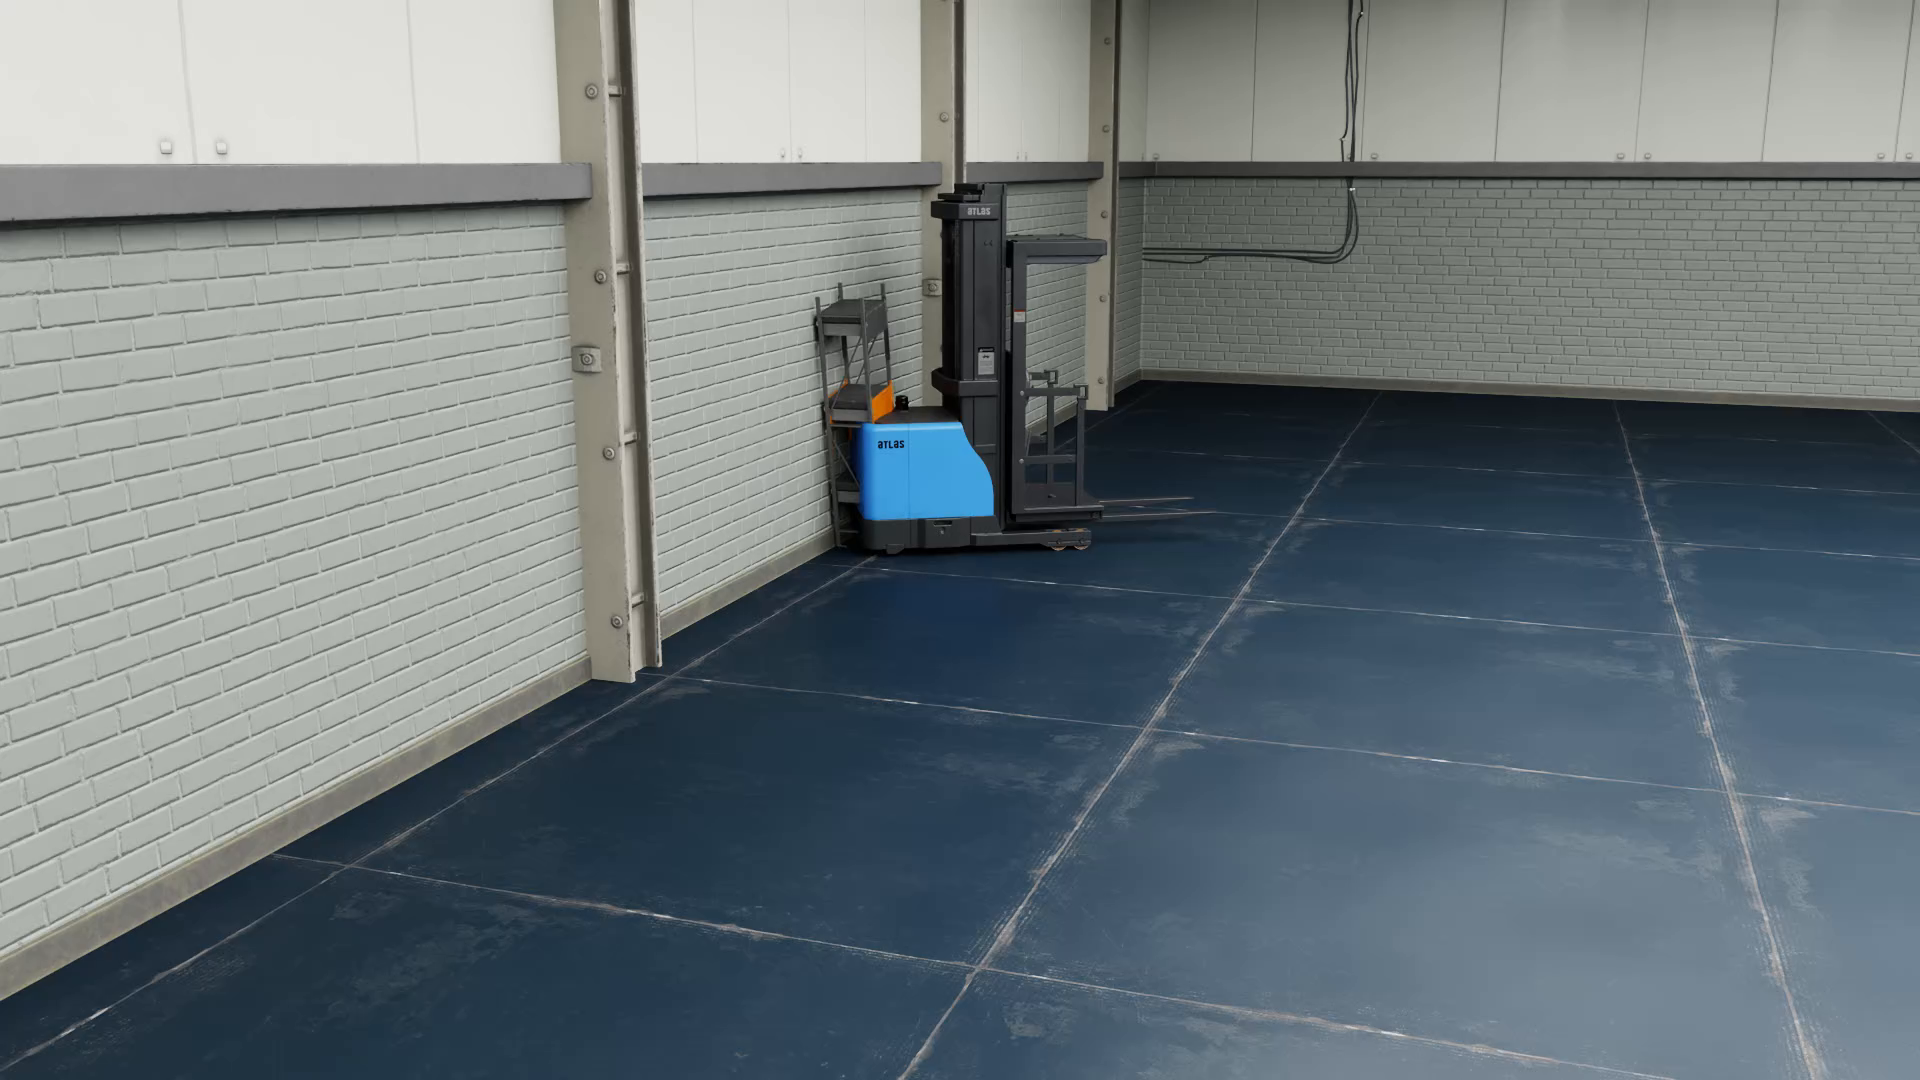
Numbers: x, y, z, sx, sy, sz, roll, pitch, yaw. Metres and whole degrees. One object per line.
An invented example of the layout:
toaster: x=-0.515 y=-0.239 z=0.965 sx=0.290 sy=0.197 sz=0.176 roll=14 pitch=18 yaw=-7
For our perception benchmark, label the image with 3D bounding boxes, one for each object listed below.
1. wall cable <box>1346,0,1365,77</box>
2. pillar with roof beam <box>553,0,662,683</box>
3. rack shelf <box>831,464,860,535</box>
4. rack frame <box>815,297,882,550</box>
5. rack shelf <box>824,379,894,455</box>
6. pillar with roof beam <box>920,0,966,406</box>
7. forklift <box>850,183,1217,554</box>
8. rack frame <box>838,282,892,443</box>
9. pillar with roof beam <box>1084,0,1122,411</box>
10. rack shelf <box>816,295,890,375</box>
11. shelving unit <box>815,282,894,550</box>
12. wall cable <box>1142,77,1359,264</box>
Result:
wall cable: x=6.556 y=-7.371 z=21.689 sx=3.097 sy=2.526 sz=0.112 roll=4 pitch=14 yaw=18
pillar with roof beam: x=1.982 y=-3.256 z=8.031 sx=9.100 sy=9.000 sz=0.400 roll=4 pitch=14 yaw=18
rack shelf: x=-0.772 y=-0.335 z=13.777 sx=0.431 sy=0.518 sz=0.480 roll=4 pitch=23 yaw=17
rack frame: x=-0.882 y=-0.909 z=13.300 sx=0.400 sy=2.100 sz=0.015 roll=4 pitch=23 yaw=17
rack shelf: x=-0.809 y=-0.986 z=13.521 sx=0.431 sy=0.518 sz=0.480 roll=4 pitch=23 yaw=17
pillar with roof beam: x=3.924 y=-4.519 z=13.566 sx=9.100 sy=9.000 sz=0.400 roll=4 pitch=14 yaw=18
forklift: x=0.619 y=-1.456 z=13.779 sx=3.031 sy=2.935 sz=1.130 roll=-2 pitch=13 yaw=-11
rack frame: x=-0.738 y=-1.087 z=13.731 sx=0.400 sy=2.100 sz=0.015 roll=4 pitch=23 yaw=17
pillar with roof beam: x=5.865 y=-5.783 z=19.101 sx=9.100 sy=9.000 sz=0.400 roll=4 pitch=14 yaw=18
rack shelf: x=-0.846 y=-1.636 z=13.265 sx=0.431 sy=0.518 sz=0.480 roll=4 pitch=23 yaw=17
shelving unit: x=-0.810 y=-0.998 z=13.516 sx=0.431 sy=2.100 sz=0.503 roll=4 pitch=23 yaw=17
wall cable: x=3.996 y=-5.104 z=23.105 sx=3.097 sy=2.526 sz=0.112 roll=4 pitch=14 yaw=18
